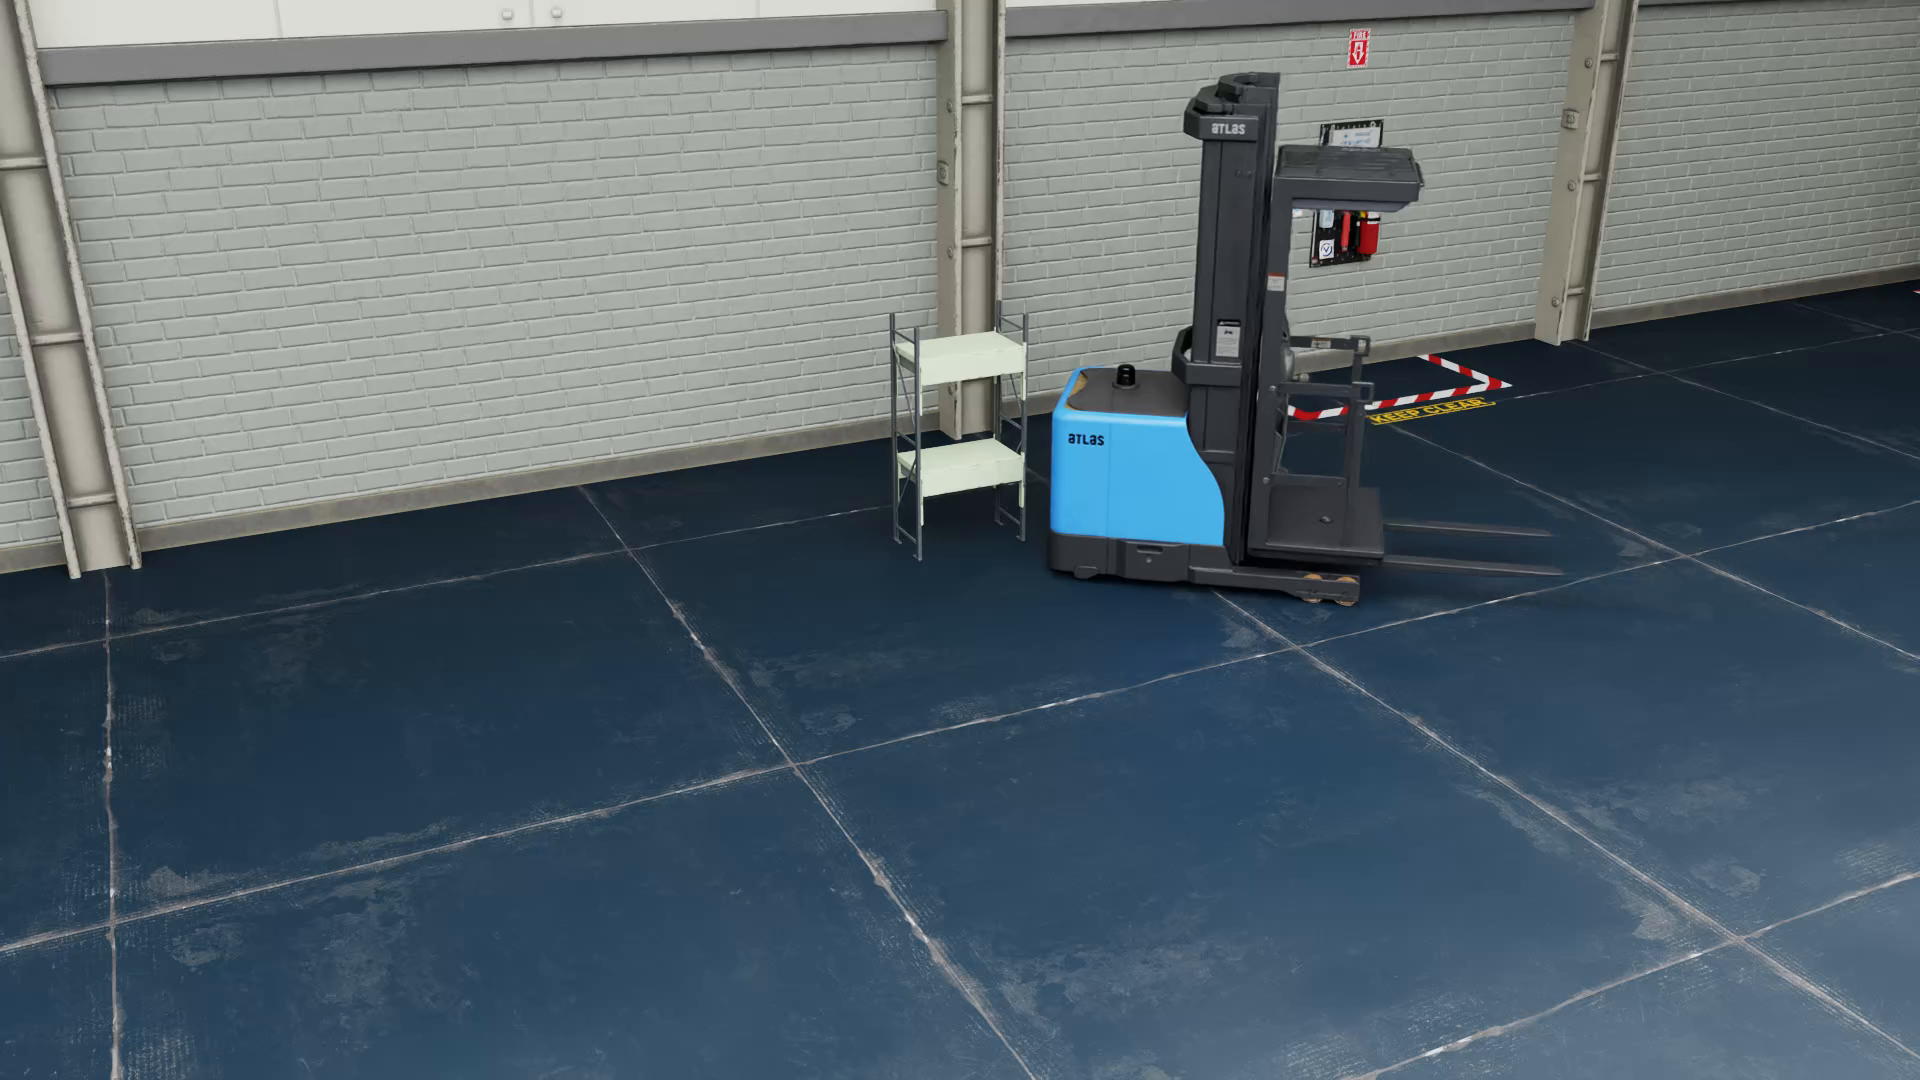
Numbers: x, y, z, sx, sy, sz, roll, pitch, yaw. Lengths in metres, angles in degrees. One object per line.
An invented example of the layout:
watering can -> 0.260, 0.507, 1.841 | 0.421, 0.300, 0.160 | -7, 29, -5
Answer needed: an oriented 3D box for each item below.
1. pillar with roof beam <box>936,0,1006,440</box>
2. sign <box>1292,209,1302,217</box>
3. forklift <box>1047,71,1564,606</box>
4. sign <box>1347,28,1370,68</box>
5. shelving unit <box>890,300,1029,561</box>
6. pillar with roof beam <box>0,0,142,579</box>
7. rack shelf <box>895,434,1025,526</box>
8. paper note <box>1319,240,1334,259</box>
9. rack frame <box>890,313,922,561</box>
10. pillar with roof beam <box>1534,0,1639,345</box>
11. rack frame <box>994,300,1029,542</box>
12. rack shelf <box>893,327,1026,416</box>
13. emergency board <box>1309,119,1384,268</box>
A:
pillar with roof beam -> 1.942, -3.517, 7.482 | 0.400, 9.000, 9.100 | -10, 25, -24
sign -> 2.695, -2.788, 13.517 | 0.234, 0.329, 0.001 | -10, 25, -24
forklift -> 2.103, -1.189, 9.790 | 3.031, 2.935, 1.130 | 4, 23, 11
sign -> 3.188, -3.932, 13.296 | 0.199, 0.298, 0.001 | -10, 25, -24
shelving unit -> -0.006, -0.692, 10.460 | 0.755, 1.500, 0.431 | -10, 25, -24
pillar with roof beam -> -3.464, -2.522, 5.077 | 0.400, 9.000, 9.100 | -10, 25, -24
rack shelf -> -0.006, -0.391, 10.585 | 0.720, 0.370, 0.431 | -10, 25, -24
paper note -> 3.049, -2.415, 13.814 | 0.142, 0.148, 0.016 | -10, 25, -24
rack frame -> -0.336, -0.631, 10.314 | 0.023, 1.500, 0.400 | -10, 25, -24
pillar with roof beam -> 7.349, -4.513, 9.886 | 0.400, 9.000, 9.100 | -10, 25, -24
rack frame -> 0.324, -0.753, 10.607 | 0.023, 1.500, 0.400 | -10, 25, -24
rack shelf -> -0.006, -1.052, 10.311 | 0.720, 0.370, 0.431 | -10, 25, -24
emergency board -> 3.238, -2.828, 13.659 | 0.643, 1.169, 0.194 | -10, 25, -24
